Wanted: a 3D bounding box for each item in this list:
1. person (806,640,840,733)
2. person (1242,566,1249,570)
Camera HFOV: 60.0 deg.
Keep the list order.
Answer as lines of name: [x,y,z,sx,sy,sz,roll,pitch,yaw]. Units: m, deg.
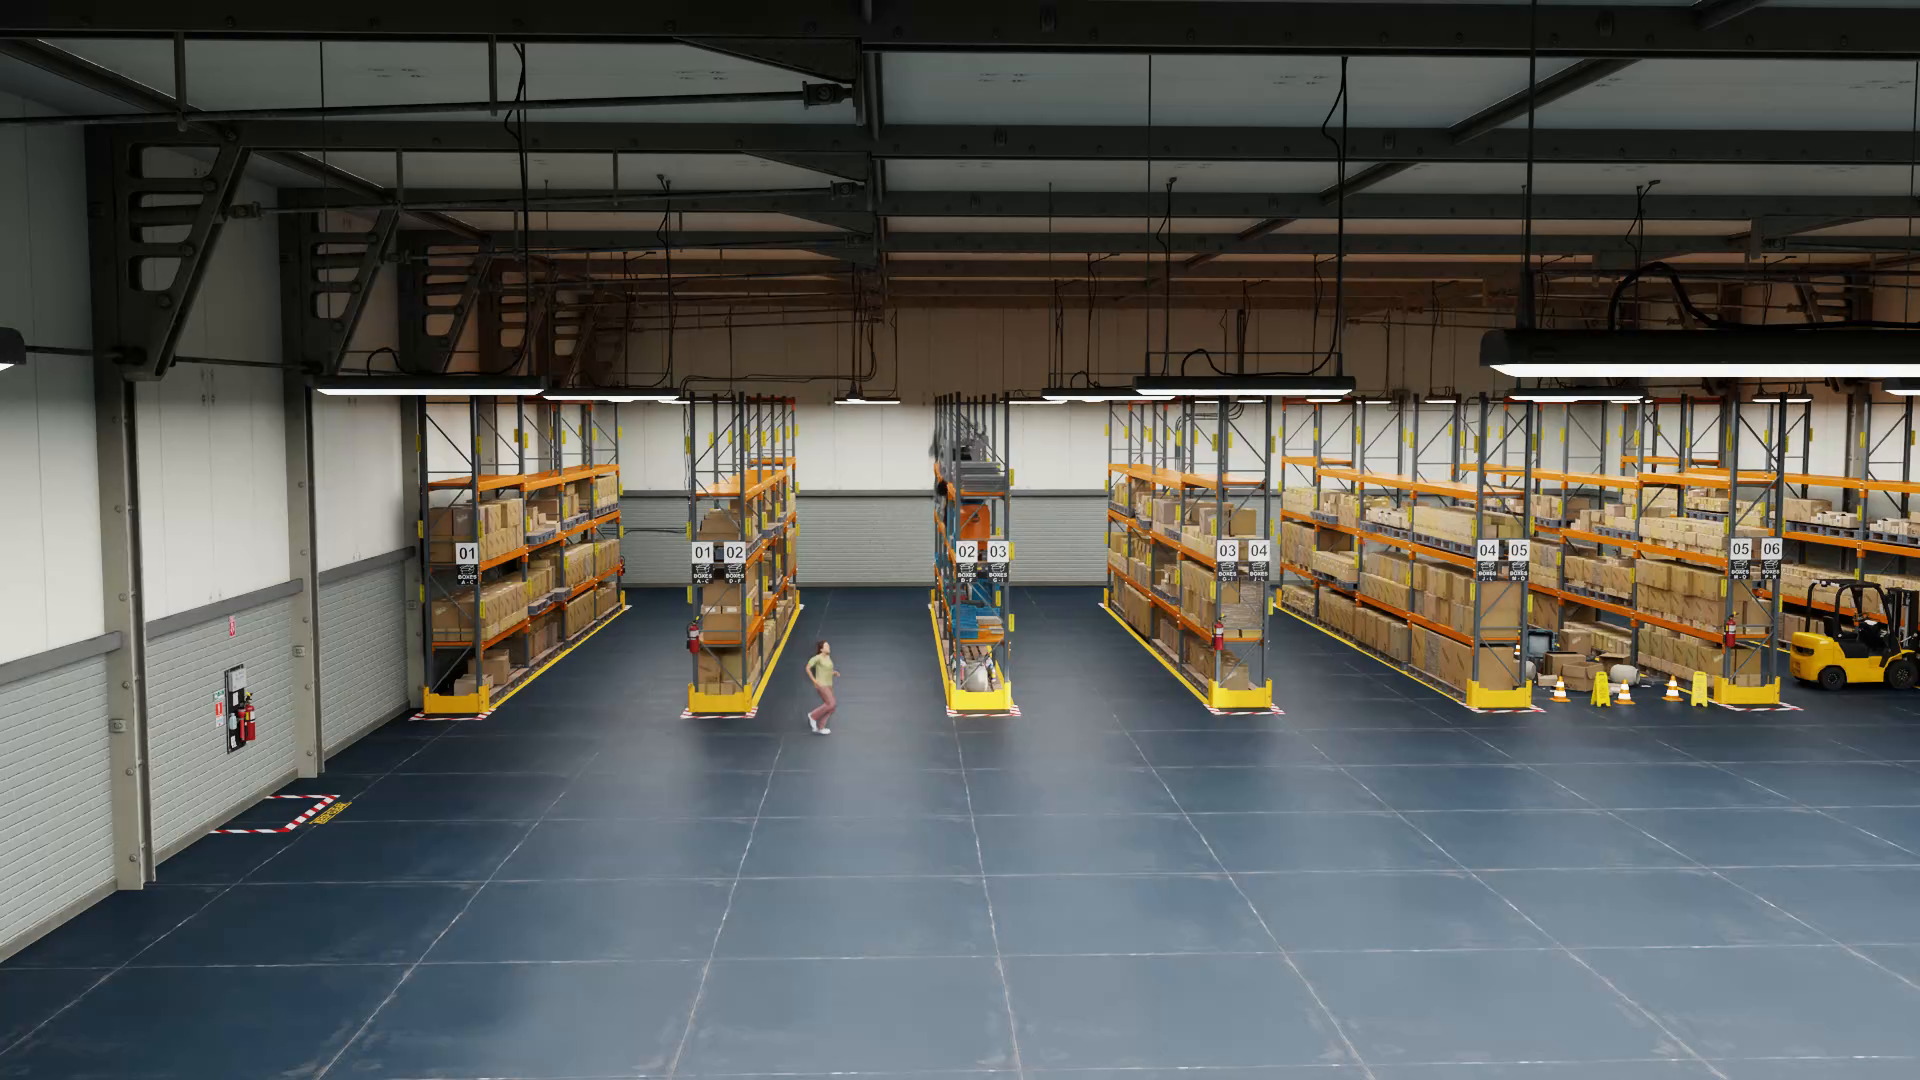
person: [-2.371,2.571,29.119,0.514,1.638,0.624,2,5,27]
person: [7.936,1.185,46.777,0.540,1.639,0.710,1,5,7]
